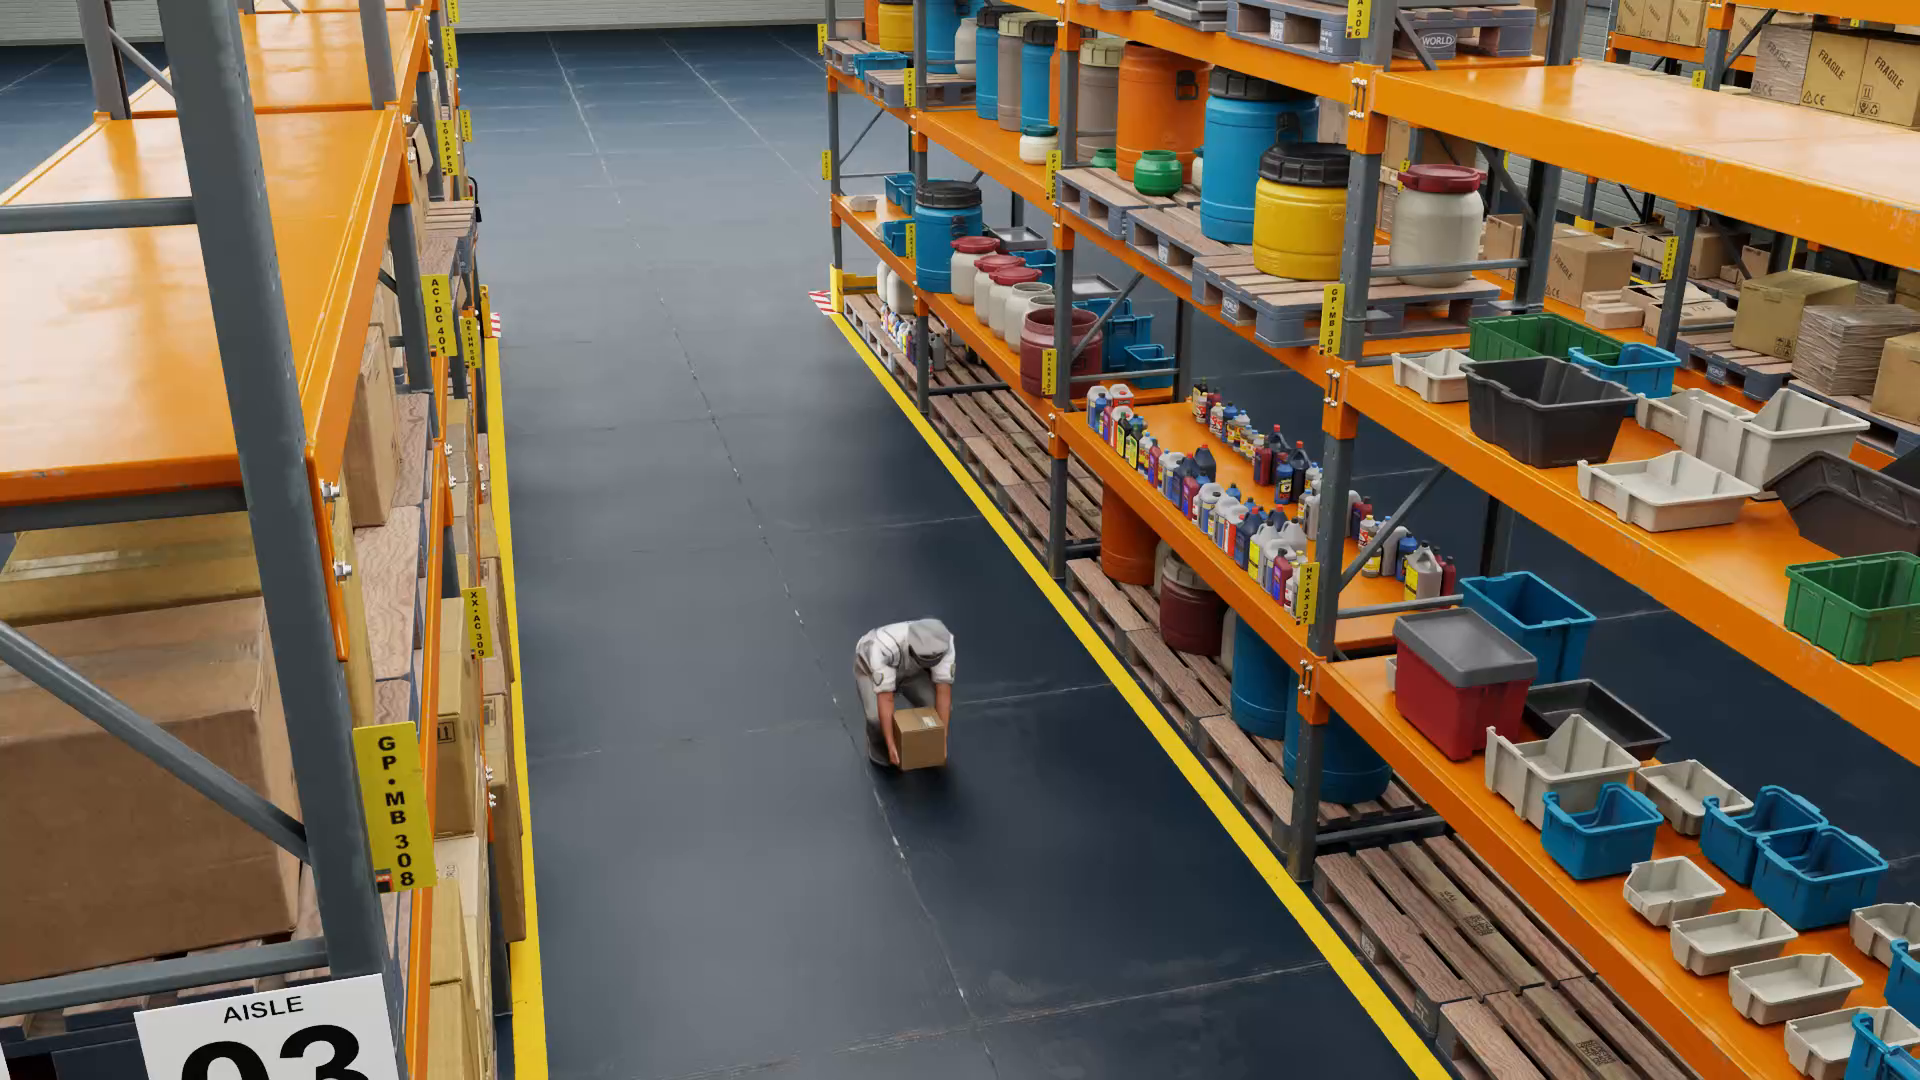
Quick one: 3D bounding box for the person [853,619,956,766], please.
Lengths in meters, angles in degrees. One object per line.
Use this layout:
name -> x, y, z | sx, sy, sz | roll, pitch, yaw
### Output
person -> -0.315, 0.824, 9.644 | 0.527, 1.031, 0.914 | -7, 24, -16
